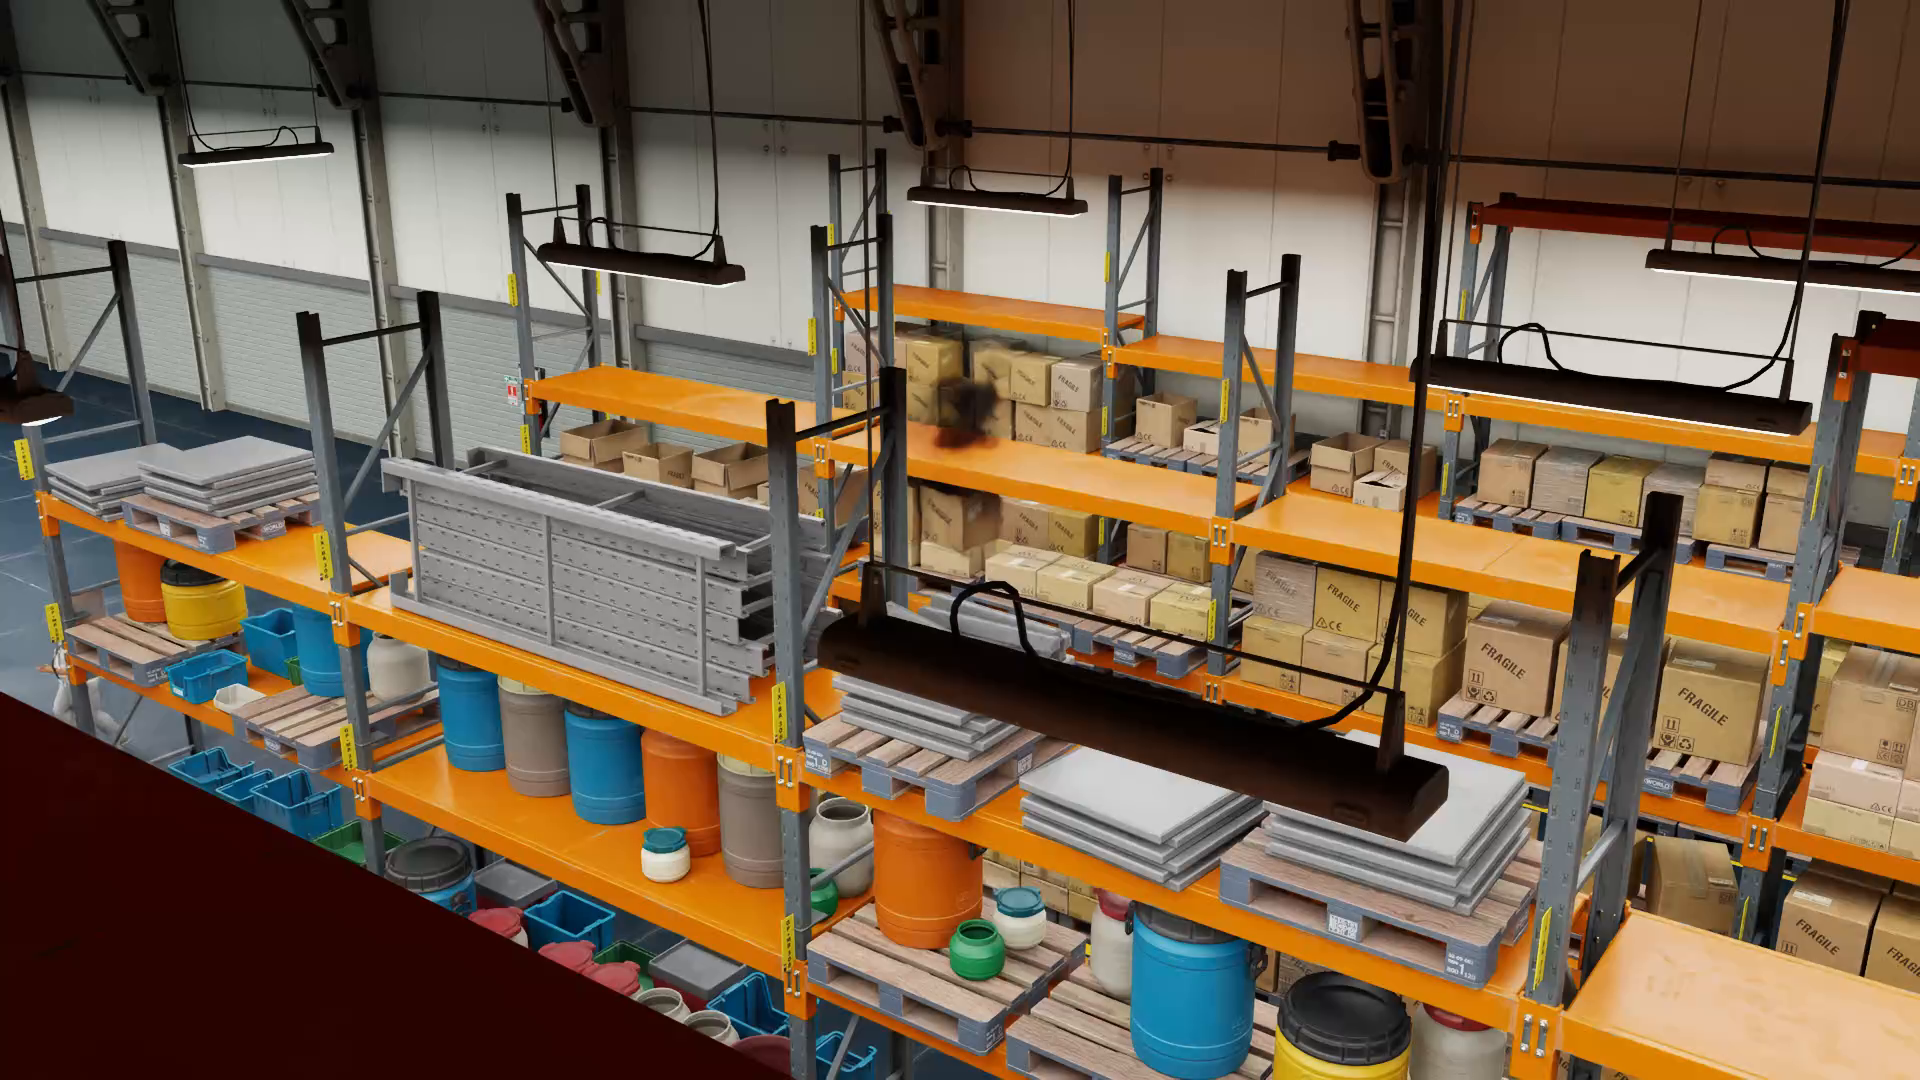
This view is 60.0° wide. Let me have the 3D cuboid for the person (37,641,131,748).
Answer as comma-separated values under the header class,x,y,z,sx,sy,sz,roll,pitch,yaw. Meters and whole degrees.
class,x,y,z,sx,sy,sz,roll,pitch,yaw
person,-9.421,1.580,17.826,0.749,1.728,0.584,-11,21,-30
